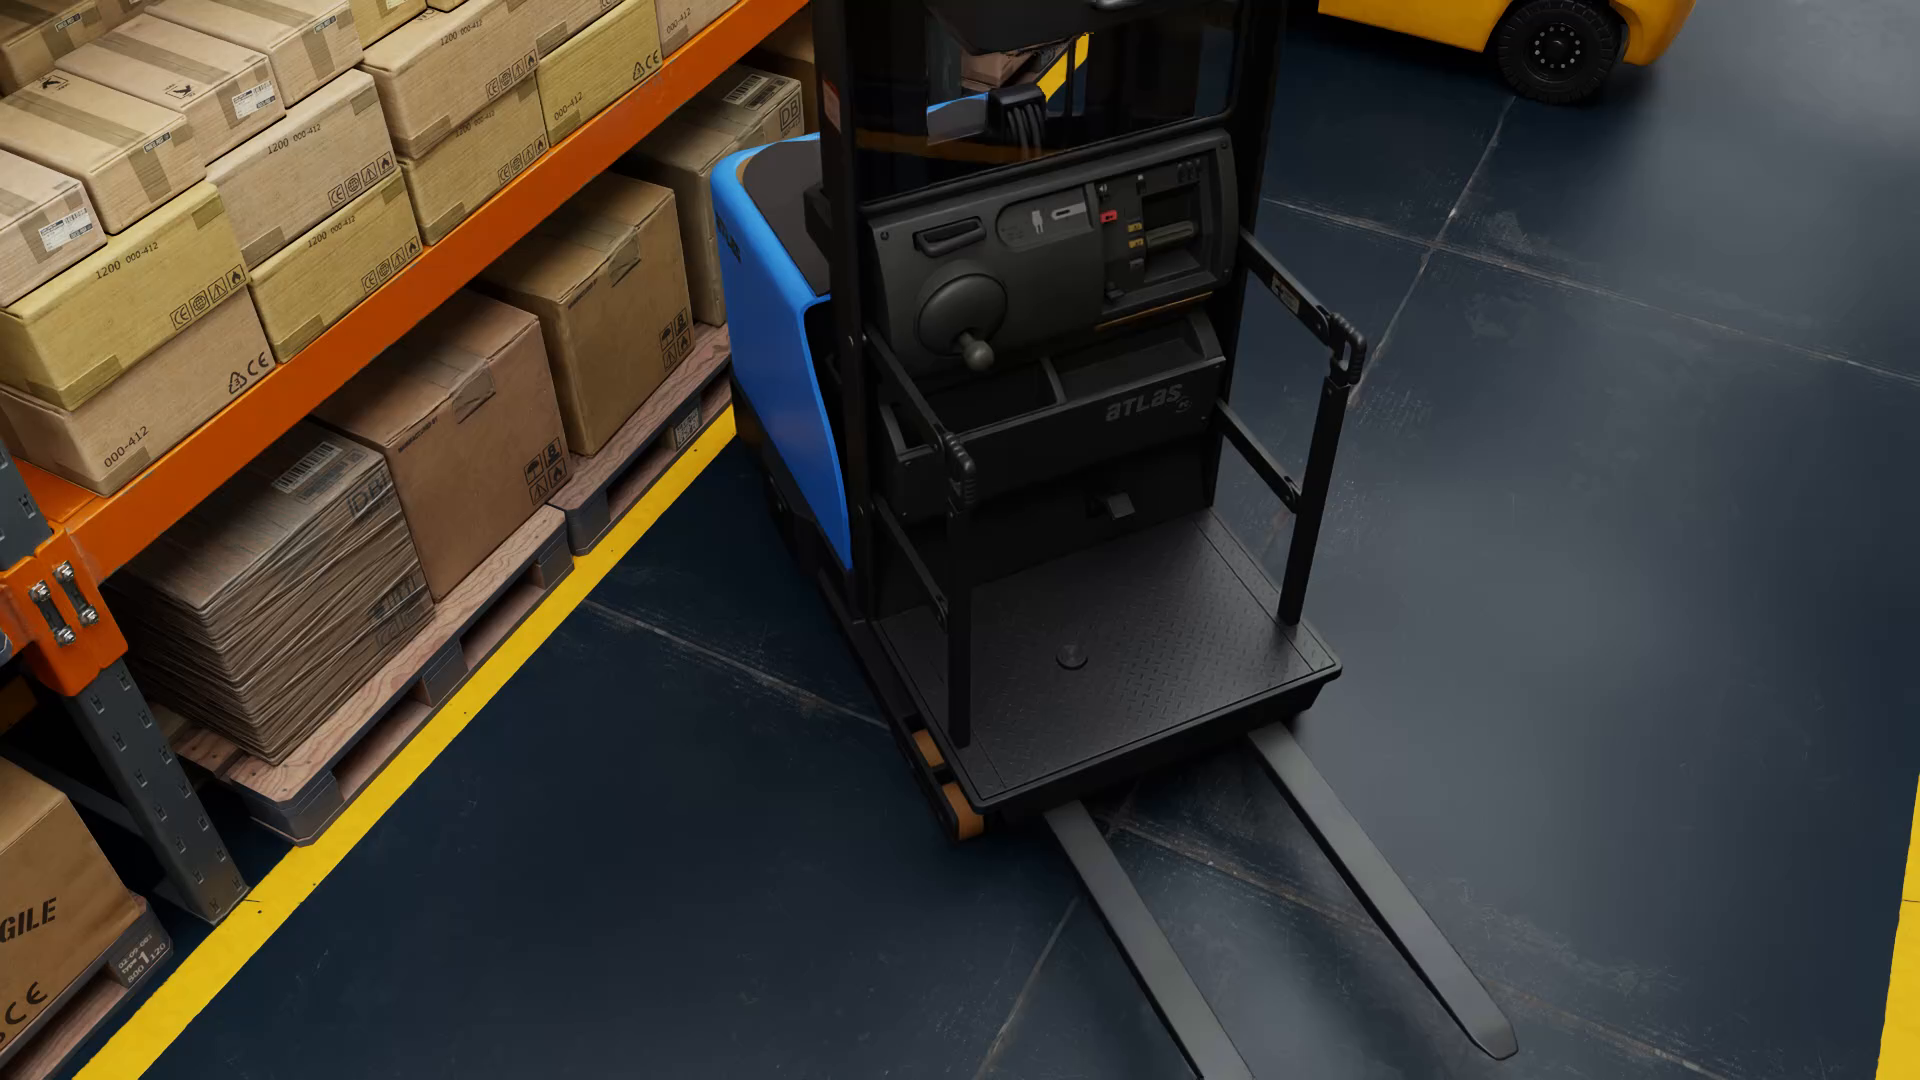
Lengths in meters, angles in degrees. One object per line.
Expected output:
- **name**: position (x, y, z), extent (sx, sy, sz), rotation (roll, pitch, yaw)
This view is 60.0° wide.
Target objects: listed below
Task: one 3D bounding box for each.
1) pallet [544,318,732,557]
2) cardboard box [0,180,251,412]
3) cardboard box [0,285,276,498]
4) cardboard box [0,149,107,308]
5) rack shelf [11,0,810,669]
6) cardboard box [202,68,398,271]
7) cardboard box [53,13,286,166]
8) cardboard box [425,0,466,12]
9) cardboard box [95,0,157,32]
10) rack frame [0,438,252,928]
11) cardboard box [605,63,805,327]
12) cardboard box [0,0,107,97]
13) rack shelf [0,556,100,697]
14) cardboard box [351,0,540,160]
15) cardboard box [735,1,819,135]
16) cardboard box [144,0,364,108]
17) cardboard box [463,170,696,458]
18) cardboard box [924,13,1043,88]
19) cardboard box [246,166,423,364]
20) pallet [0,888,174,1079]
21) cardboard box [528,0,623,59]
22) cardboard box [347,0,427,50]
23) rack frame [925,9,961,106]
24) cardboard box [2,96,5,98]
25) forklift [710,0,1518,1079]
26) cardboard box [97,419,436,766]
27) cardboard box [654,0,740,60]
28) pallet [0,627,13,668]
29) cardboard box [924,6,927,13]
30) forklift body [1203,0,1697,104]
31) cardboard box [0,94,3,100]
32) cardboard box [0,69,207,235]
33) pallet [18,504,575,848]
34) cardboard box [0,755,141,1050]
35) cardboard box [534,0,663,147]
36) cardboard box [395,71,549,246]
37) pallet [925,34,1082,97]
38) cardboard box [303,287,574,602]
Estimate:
- **pallet**: position (-1.338, -0.555, 5.650), extent (1.003, 0.211, 1.213), rotation (20, 49, 19)
- **cardboard box**: position (-1.878, -0.577, 3.465), extent (0.500, 0.250, 0.500), rotation (20, 49, 19)
- **cardboard box**: position (-1.900, -0.409, 3.651), extent (0.500, 0.250, 0.500), rotation (21, 49, 19)
- **cardboard box**: position (-1.913, -0.630, 3.237), extent (0.380, 0.149, 0.250), rotation (22, 49, 20)
- **rack shelf**: position (-1.394, -1.270, 4.902), extent (1.077, 0.370, 4.000), rotation (20, 49, 19)
- **cardboard box**: position (-1.666, -0.900, 3.785), extent (0.500, 0.250, 0.500), rotation (22, 49, 20)
- **cardboard box**: position (-1.694, -0.969, 3.572), extent (0.380, 0.149, 0.250), rotation (22, 49, 20)
- **cardboard box**: position (-1.323, -1.447, 4.044), extent (0.380, 0.149, 0.250), rotation (21, 49, 20)
- **cardboard box**: position (-2.101, -1.321, 3.920), extent (0.380, 0.149, 0.250), rotation (20, 49, 18)
- **rack frame**: position (-2.322, -0.263, 3.401), extent (1.000, 3.000, 0.127), rotation (20, 49, 19)
- **cardboard box**: position (-1.065, -1.277, 5.778), extent (0.875, 0.625, 0.625), rotation (20, 49, 19)
- **cardboard box**: position (-2.154, -1.143, 3.744), extent (0.380, 0.149, 0.250), rotation (20, 49, 19)
- **rack shelf**: position (-3.251, 1.250, 2.412), extent (1.077, 0.370, 4.000), rotation (20, 49, 19)
- **cardboard box**: position (-1.407, -1.224, 4.105), extent (0.500, 0.250, 0.500), rotation (19, 48, 18)
- **cardboard box**: position (-0.698, -1.764, 6.258), extent (0.875, 0.625, 0.625), rotation (23, 50, 21)
- **cardboard box**: position (-1.584, -1.138, 3.739), extent (0.380, 0.149, 0.250), rotation (21, 49, 19)
- **cardboard box**: position (-1.412, -0.803, 5.309), extent (0.875, 0.625, 0.625), rotation (19, 48, 17)
- **cardboard box**: position (0.053, -2.160, 6.913), extent (0.500, 0.250, 0.500), rotation (21, 49, 19)
- **cardboard box**: position (-1.662, -0.725, 3.963), extent (0.500, 0.250, 0.500), rotation (19, 48, 18)
- **pallet**: position (-2.702, 1.175, 3.941), extent (1.003, 0.211, 1.213), rotation (20, 49, 19)
- **cardboard box**: position (-1.193, -1.554, 4.431), extent (0.500, 0.250, 0.500), rotation (21, 49, 20)
- **cardboard box**: position (-1.494, -1.306, 3.905), extent (0.380, 0.149, 0.250), rotation (21, 49, 19)
- **rack frame**: position (-0.465, -2.783, 5.892), extent (1.000, 3.000, 0.127), rotation (20, 49, 19)
- **cardboard box**: position (-2.124, -1.084, 3.966), extent (0.500, 0.250, 0.500), rotation (21, 49, 19)
- **forklift**: position (0.333, -0.586, 3.768), extent (1.130, 2.935, 3.031), rotation (-18, 48, -17)
- **cardboard box**: position (-2.020, 0.035, 4.480), extent (0.875, 0.625, 0.625), rotation (22, 49, 20)
- **cardboard box**: position (-0.954, -1.705, 4.932), extent (0.500, 0.250, 0.500), rotation (21, 49, 19)
- **pallet**: position (-2.575, 0.254, 3.025), extent (1.213, 0.211, 1.003), rotation (20, 49, 19)
- **cardboard box**: position (0.033, -2.343, 6.743), extent (0.500, 0.250, 0.500), rotation (20, 49, 19)
- **forklift body**: position (2.127, -3.208, 6.908), extent (2.313, 2.155, 1.214), rotation (20, 49, 19)
- **cardboard box**: position (-2.328, -1.000, 3.603), extent (0.380, 0.149, 0.250), rotation (22, 49, 20)
- **cardboard box**: position (-1.791, -0.799, 3.404), extent (0.380, 0.149, 0.250), rotation (21, 49, 20)
- **pallet**: position (-1.905, 0.211, 4.893), extent (1.003, 0.211, 1.213), rotation (20, 49, 19)
- **cardboard box**: position (-2.328, 0.805, 3.808), extent (0.500, 0.500, 0.500), rotation (22, 49, 20)
- **cardboard box**: position (-1.187, -1.378, 4.608), extent (0.500, 0.250, 0.500), rotation (22, 49, 20)
- **cardboard box**: position (-1.429, -1.051, 4.286), extent (0.500, 0.250, 0.500), rotation (19, 48, 18)
- **pallet**: position (-0.059, -2.290, 7.365), extent (1.003, 0.211, 1.213), rotation (20, 49, 19)
- **cardboard box**: position (-1.724, -0.379, 4.890), extent (0.875, 0.625, 0.625), rotation (22, 49, 20)
